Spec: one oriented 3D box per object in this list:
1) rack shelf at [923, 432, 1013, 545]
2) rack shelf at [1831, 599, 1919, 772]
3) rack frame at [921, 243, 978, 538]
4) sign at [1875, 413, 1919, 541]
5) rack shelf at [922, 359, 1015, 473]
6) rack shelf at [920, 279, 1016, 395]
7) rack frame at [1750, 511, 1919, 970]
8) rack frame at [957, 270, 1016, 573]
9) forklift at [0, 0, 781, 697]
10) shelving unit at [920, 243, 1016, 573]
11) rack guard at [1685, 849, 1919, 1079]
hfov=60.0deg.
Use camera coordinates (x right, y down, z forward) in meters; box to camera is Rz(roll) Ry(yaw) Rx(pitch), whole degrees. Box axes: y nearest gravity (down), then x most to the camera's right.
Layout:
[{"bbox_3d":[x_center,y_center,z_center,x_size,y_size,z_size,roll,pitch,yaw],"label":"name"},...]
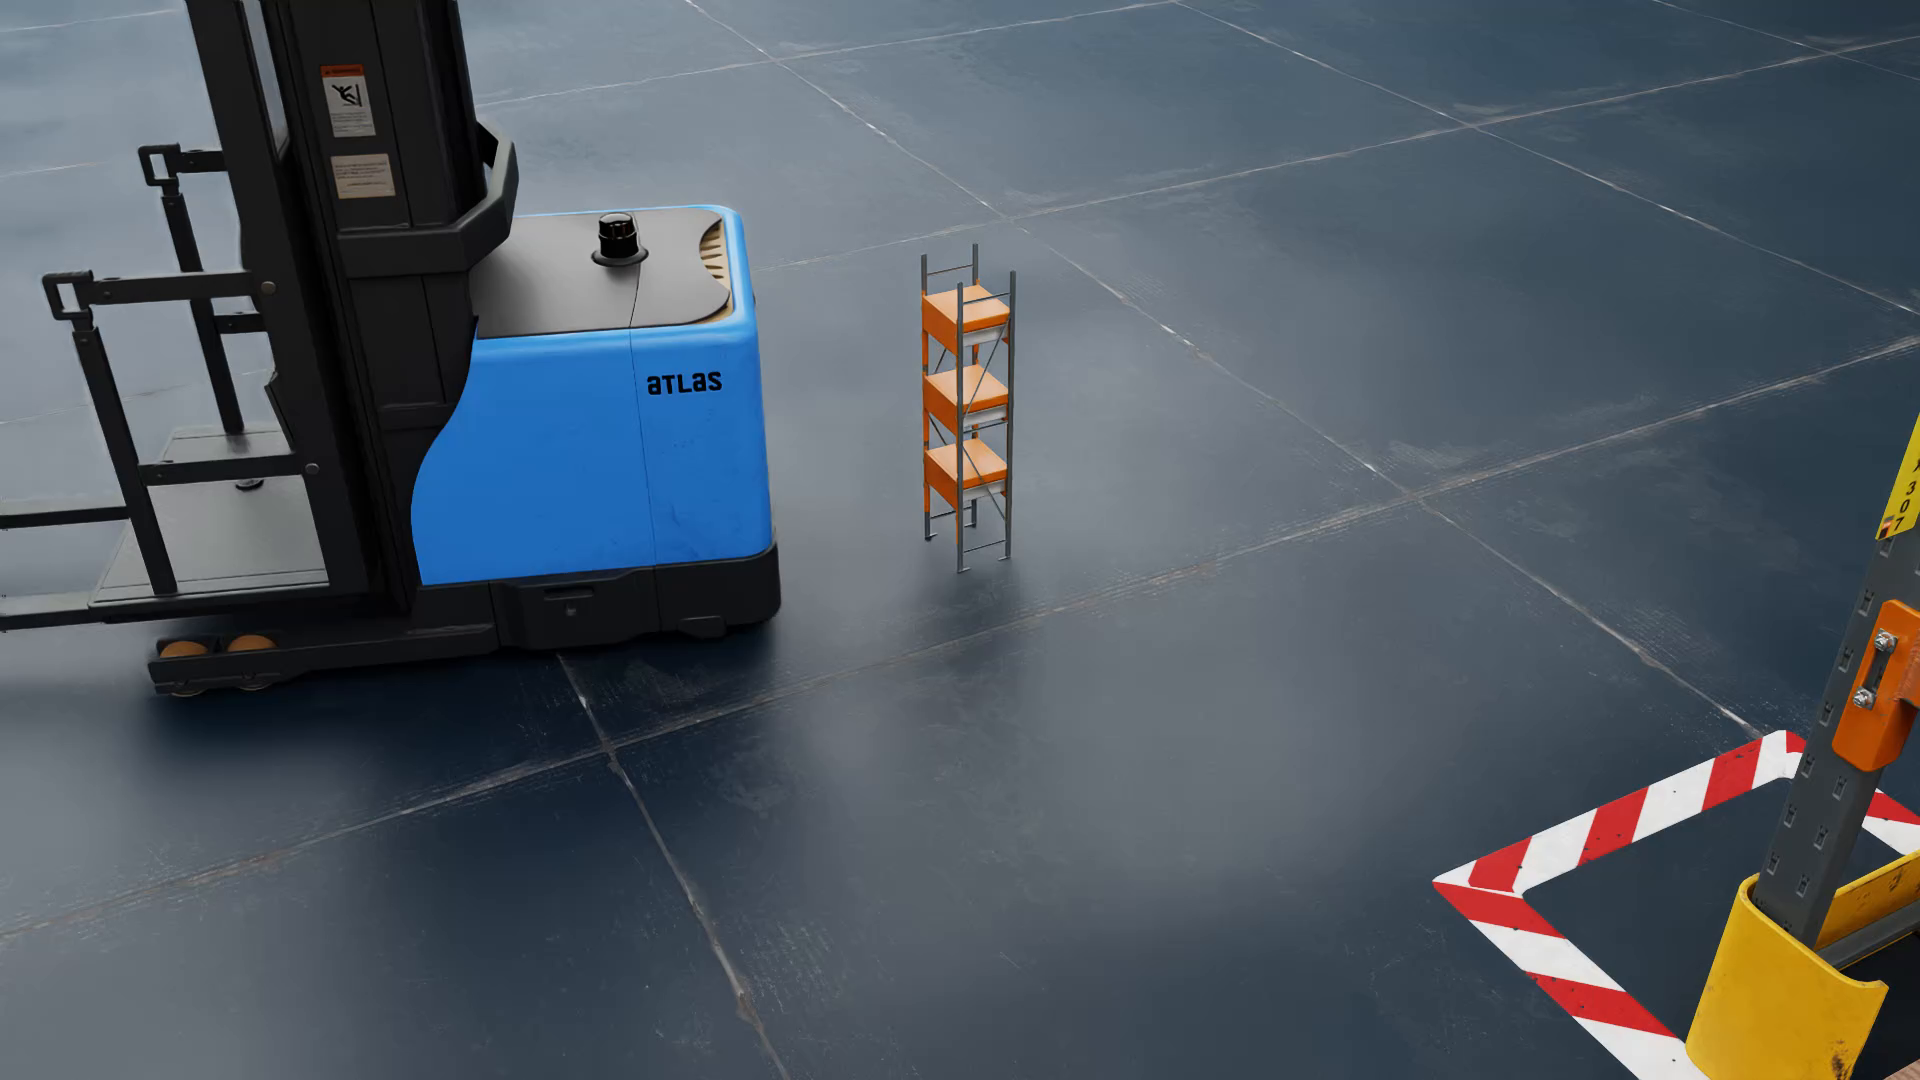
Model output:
[{"bbox_3d":[0.025,-0.174,5.583,0.215,0.259,0.240,-16,36,-23],"label":"rack shelf"},{"bbox_3d":[3.125,1.089,1.936,1.077,0.370,4.000,-16,36,-23],"label":"rack shelf"},{"bbox_3d":[-0.032,-0.475,5.518,0.200,1.050,0.008,-16,36,-23],"label":"rack frame"},{"bbox_3d":[1.704,-0.149,2.945,0.100,0.325,0.005,-16,36,-23],"label":"sign"},{"bbox_3d":[0.025,-0.408,5.433,0.215,0.259,0.240,-16,36,-23],"label":"rack shelf"},{"bbox_3d":[0.025,-0.647,5.280,0.215,0.259,0.240,-16,36,-23],"label":"rack shelf"},{"bbox_3d":[2.192,-0.168,3.232,1.000,3.000,0.127,-16,36,-23],"label":"rack frame"},{"bbox_3d":[0.082,-0.358,5.336,0.200,1.050,0.008,-16,36,-23],"label":"rack frame"},{"bbox_3d":[-2.134,-1.069,4.701,3.031,2.935,1.130,-5,33,-8],"label":"forklift"},{"bbox_3d":[0.025,-0.417,5.427,0.215,1.050,0.252,-16,36,-23],"label":"shelving unit"},{"bbox_3d":[2.270,0.909,3.868,1.175,0.500,0.348,-16,36,-23],"label":"rack guard"}]
